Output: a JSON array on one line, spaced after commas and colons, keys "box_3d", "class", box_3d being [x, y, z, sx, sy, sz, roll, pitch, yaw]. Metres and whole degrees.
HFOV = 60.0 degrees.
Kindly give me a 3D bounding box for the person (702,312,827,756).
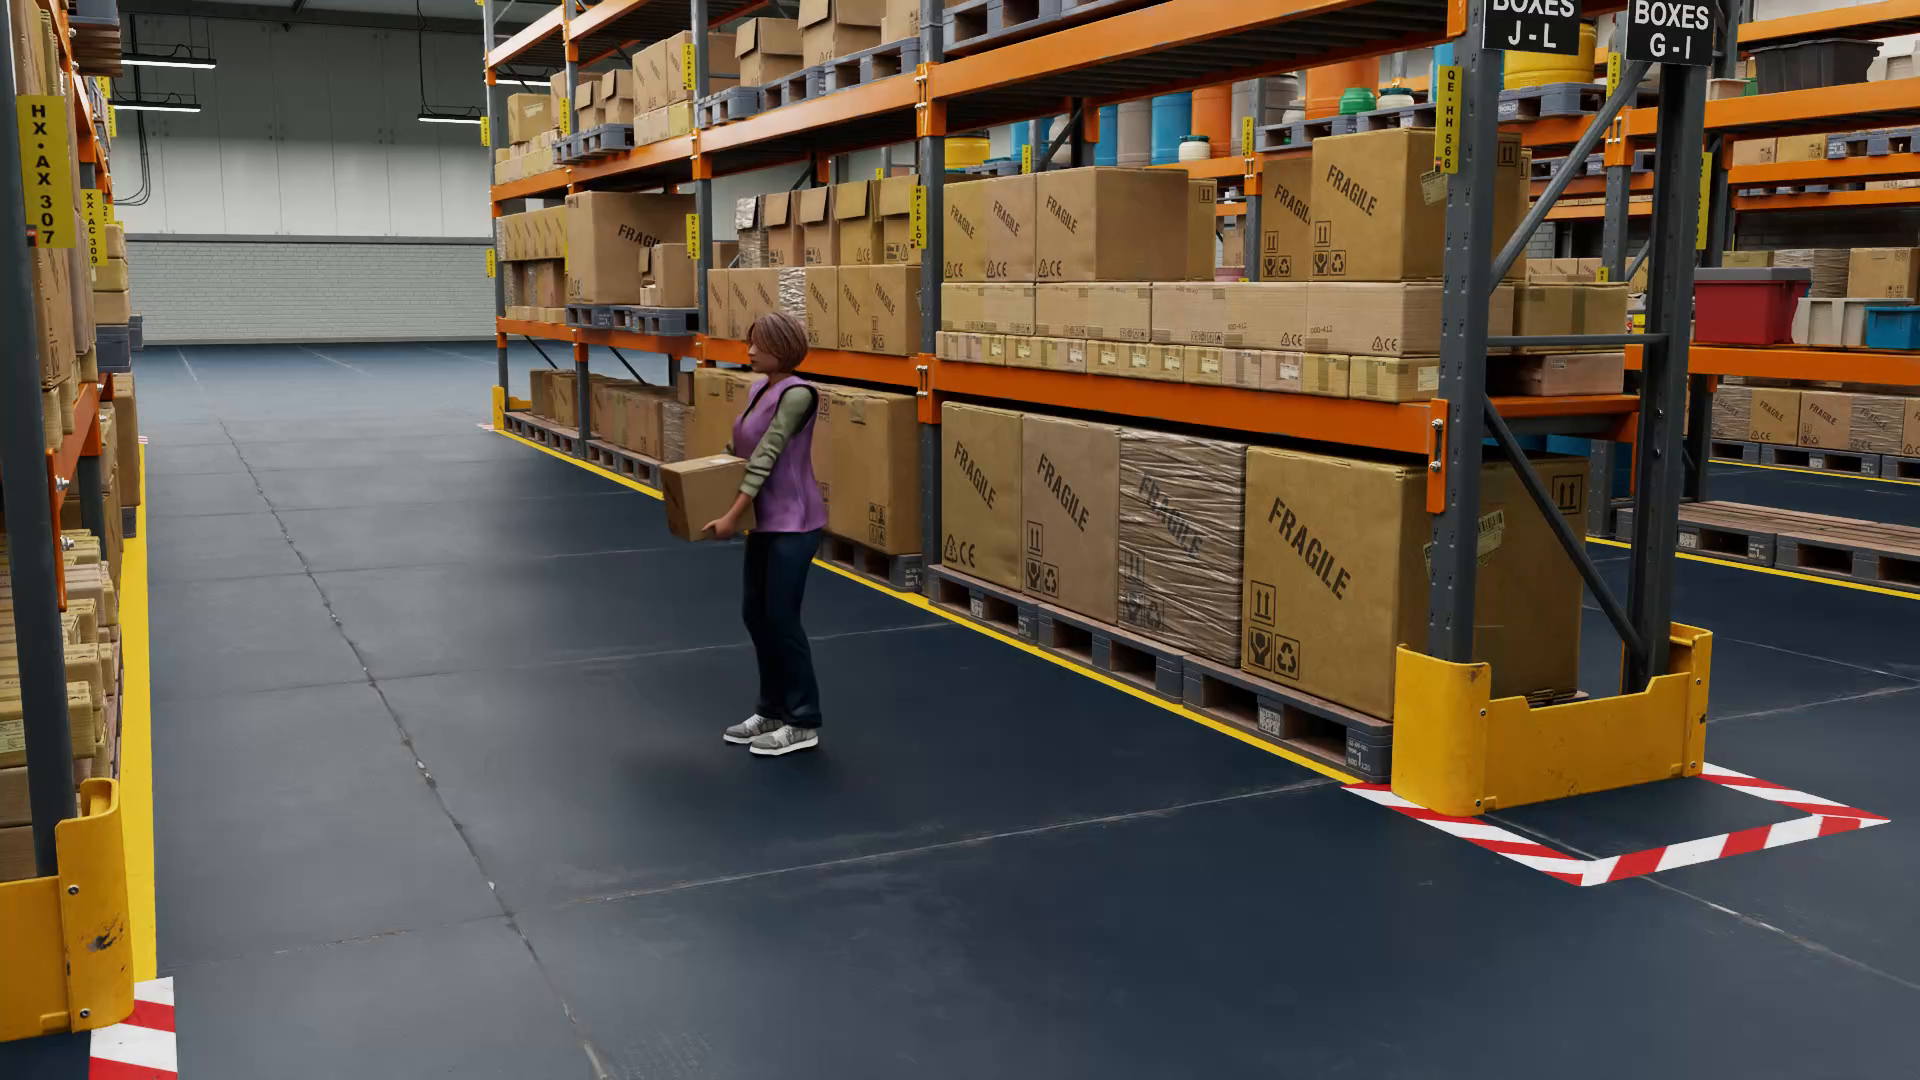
[{"box_3d": [-0.735, -0.021, 6.036, 0.501, 1.600, 0.375, -4, 10, -26], "class": "person"}]
